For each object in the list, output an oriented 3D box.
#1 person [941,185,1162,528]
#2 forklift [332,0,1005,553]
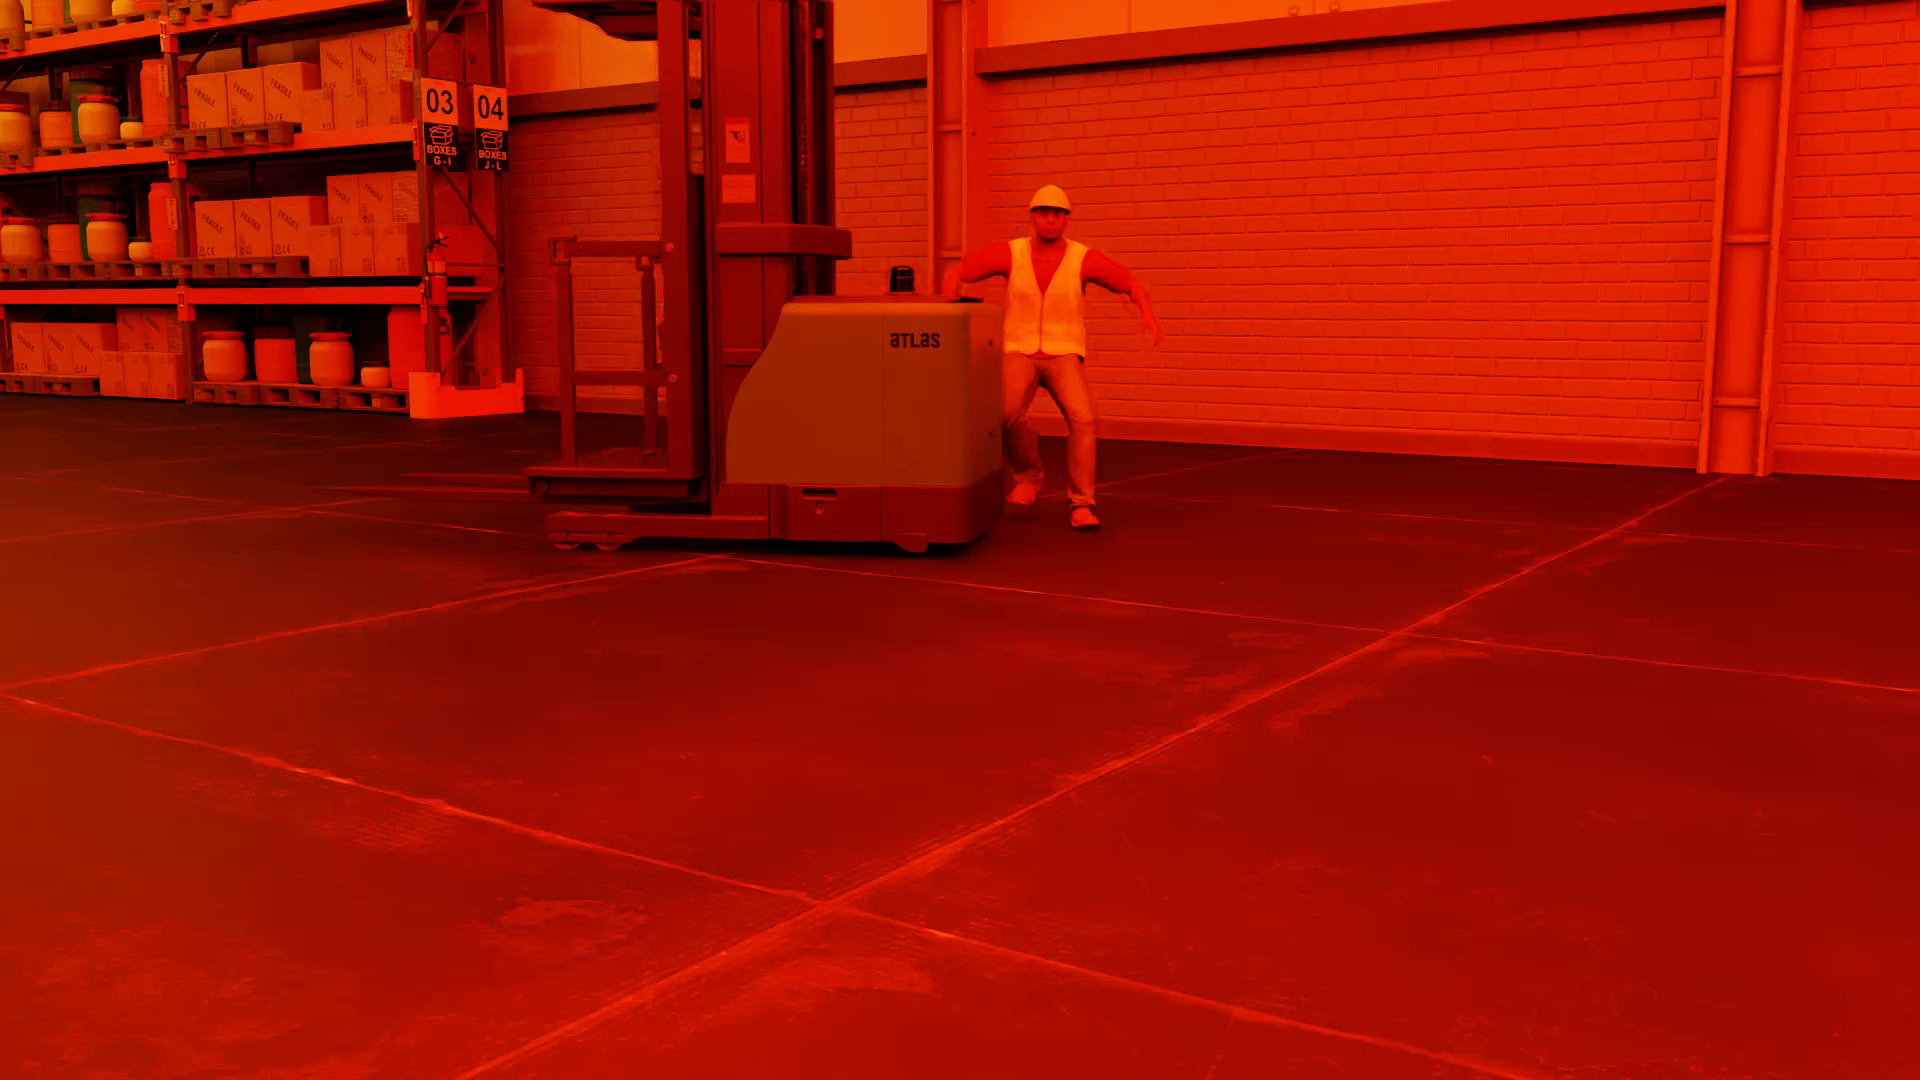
[{"bbox_3d":[0.433,-0.887,8.048,1.086,1.649,0.781,1,8,5],"label":"person"},{"bbox_3d":[-1.354,-1.474,7.556,3.031,2.935,1.130,2,8,10],"label":"forklift"}]
